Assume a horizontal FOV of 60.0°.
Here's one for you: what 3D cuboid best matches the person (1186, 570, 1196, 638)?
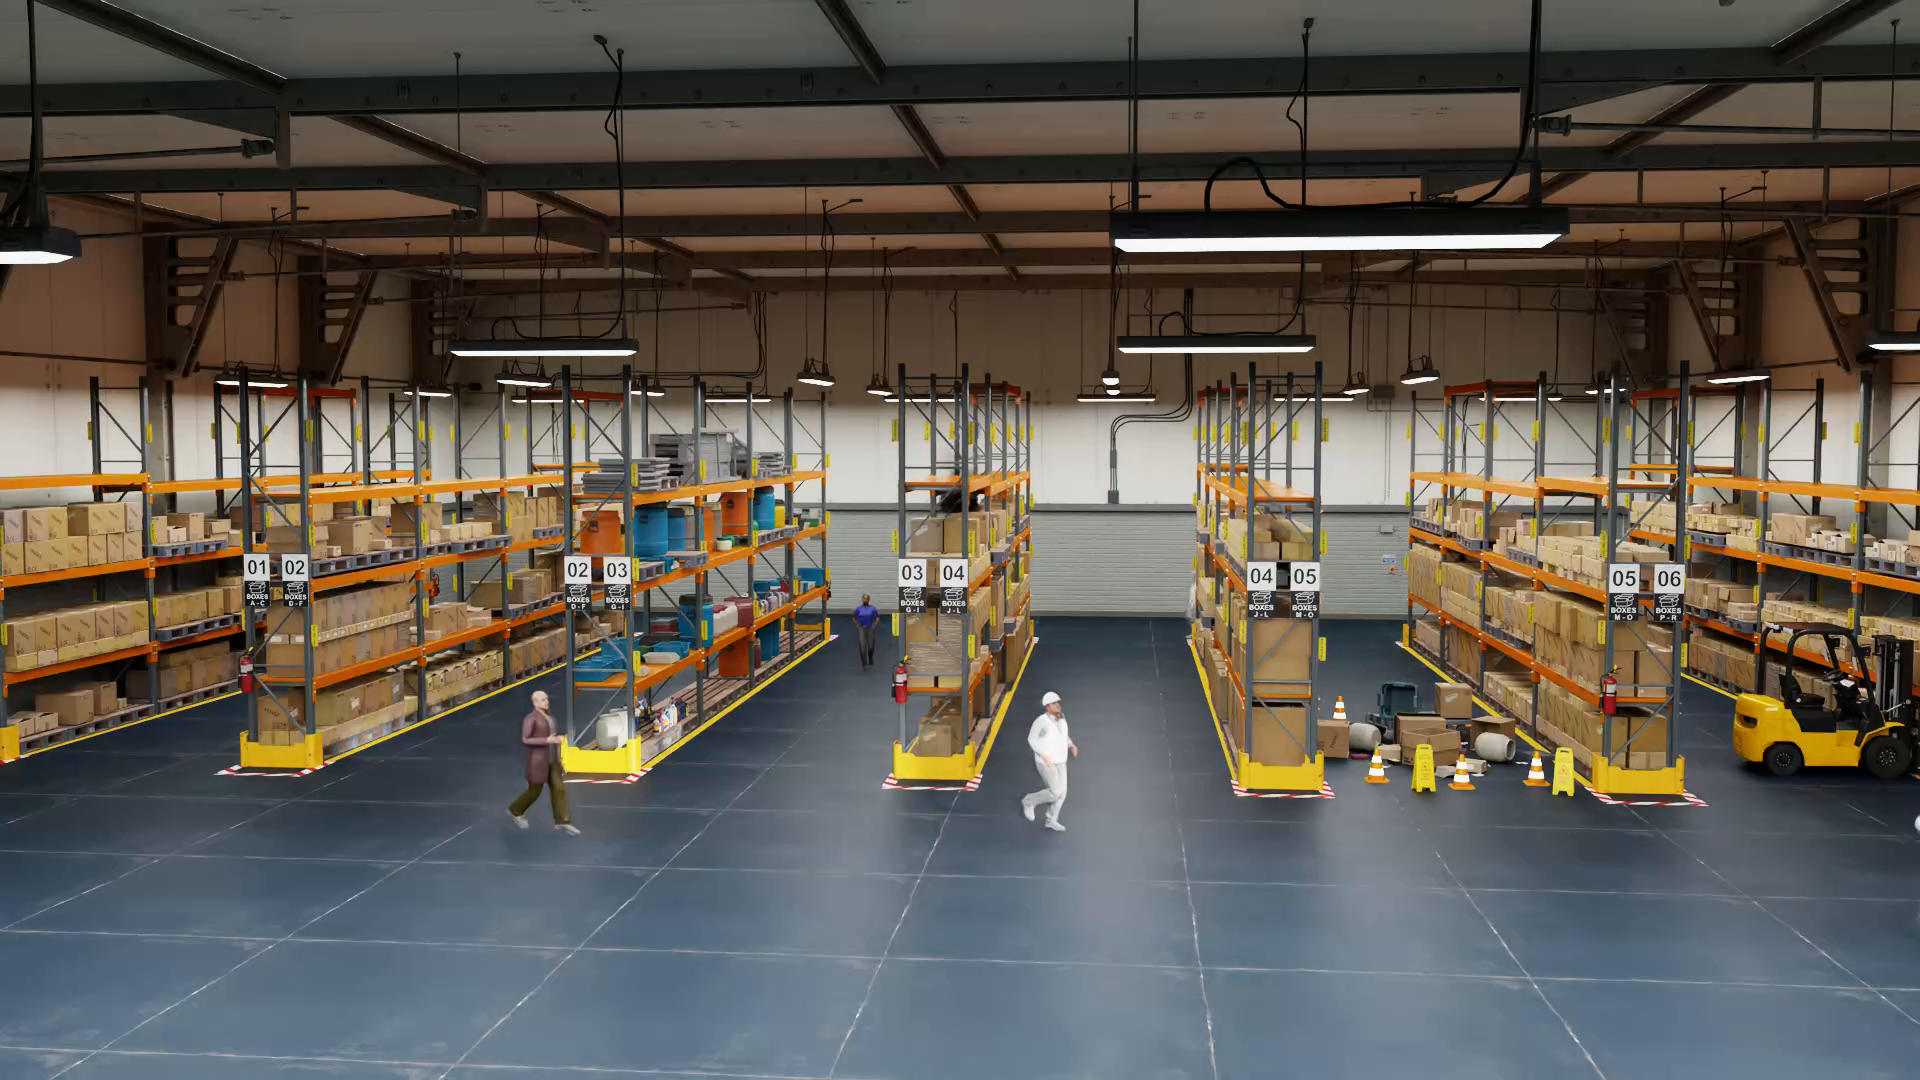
[{"bbox_3d":[5.807,1.554,40.569,0.568,1.732,0.733,0,4,-2],"label":"person"}]

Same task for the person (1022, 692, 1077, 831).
[{"bbox_3d":[1.152,2.790,21.076,0.633,1.747,0.658,3,5,43],"label":"person"}]

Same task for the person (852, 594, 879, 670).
[{"bbox_3d":[-1.998,1.941,35.194,0.573,1.604,0.562,0,4,-3],"label":"person"}]

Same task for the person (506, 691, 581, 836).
[{"bbox_3d":[-5.204,2.763,20.669,1.040,1.791,0.708,2,4,25],"label":"person"}]
